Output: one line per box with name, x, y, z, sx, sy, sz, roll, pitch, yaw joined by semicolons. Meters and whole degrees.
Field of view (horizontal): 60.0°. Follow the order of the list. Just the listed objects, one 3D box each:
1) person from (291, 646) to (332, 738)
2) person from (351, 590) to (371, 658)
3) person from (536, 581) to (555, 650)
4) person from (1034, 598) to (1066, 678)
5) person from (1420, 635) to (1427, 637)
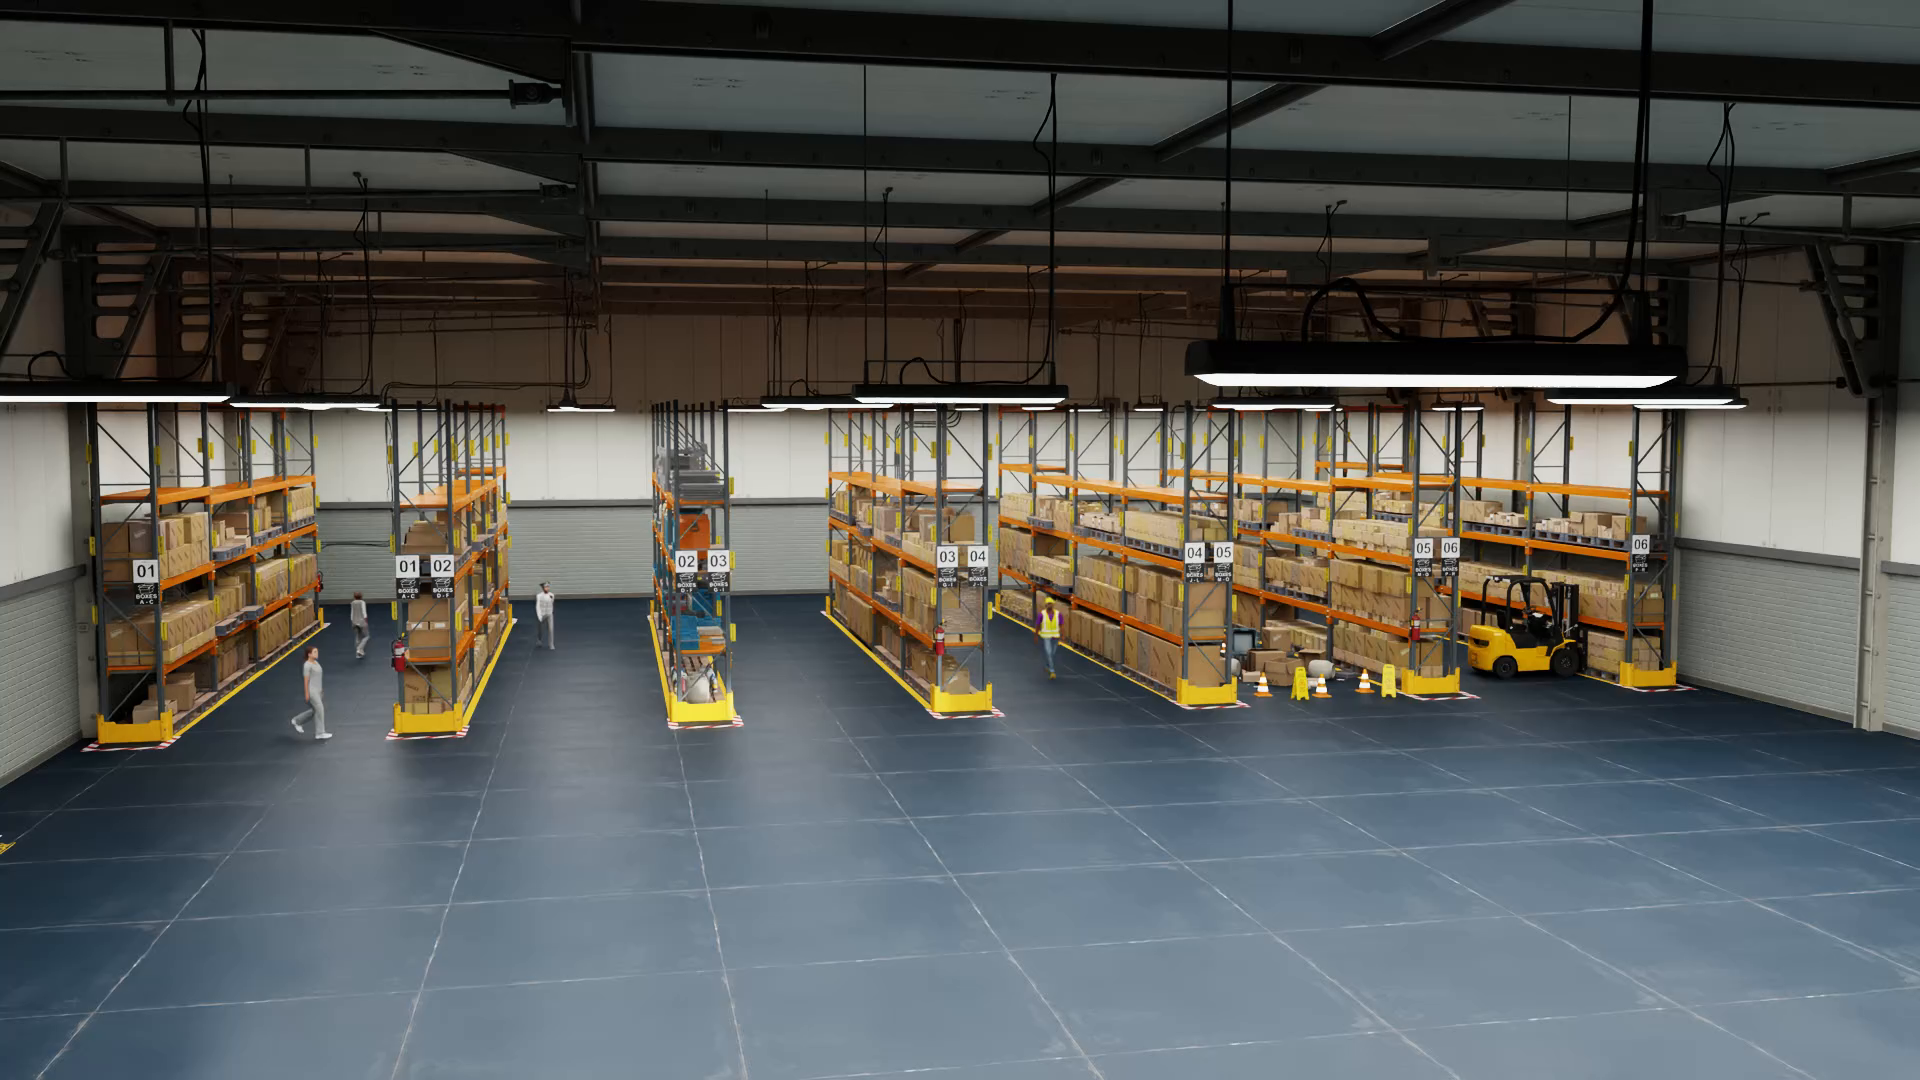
person;-11.483;2.674;29.353;0.822;1.642;0.446;1;4;7
person;-14.122;1.986;39.051;0.455;1.598;0.437;1;5;19
person;-10.127;1.820;40.591;0.452;1.641;0.989;-2;5;-22
person;2.002;2.114;36.260;0.572;1.705;1.079;-2;5;-20
person;10.503;1.970;38.109;0.614;1.776;0.613;-1;4;-13
